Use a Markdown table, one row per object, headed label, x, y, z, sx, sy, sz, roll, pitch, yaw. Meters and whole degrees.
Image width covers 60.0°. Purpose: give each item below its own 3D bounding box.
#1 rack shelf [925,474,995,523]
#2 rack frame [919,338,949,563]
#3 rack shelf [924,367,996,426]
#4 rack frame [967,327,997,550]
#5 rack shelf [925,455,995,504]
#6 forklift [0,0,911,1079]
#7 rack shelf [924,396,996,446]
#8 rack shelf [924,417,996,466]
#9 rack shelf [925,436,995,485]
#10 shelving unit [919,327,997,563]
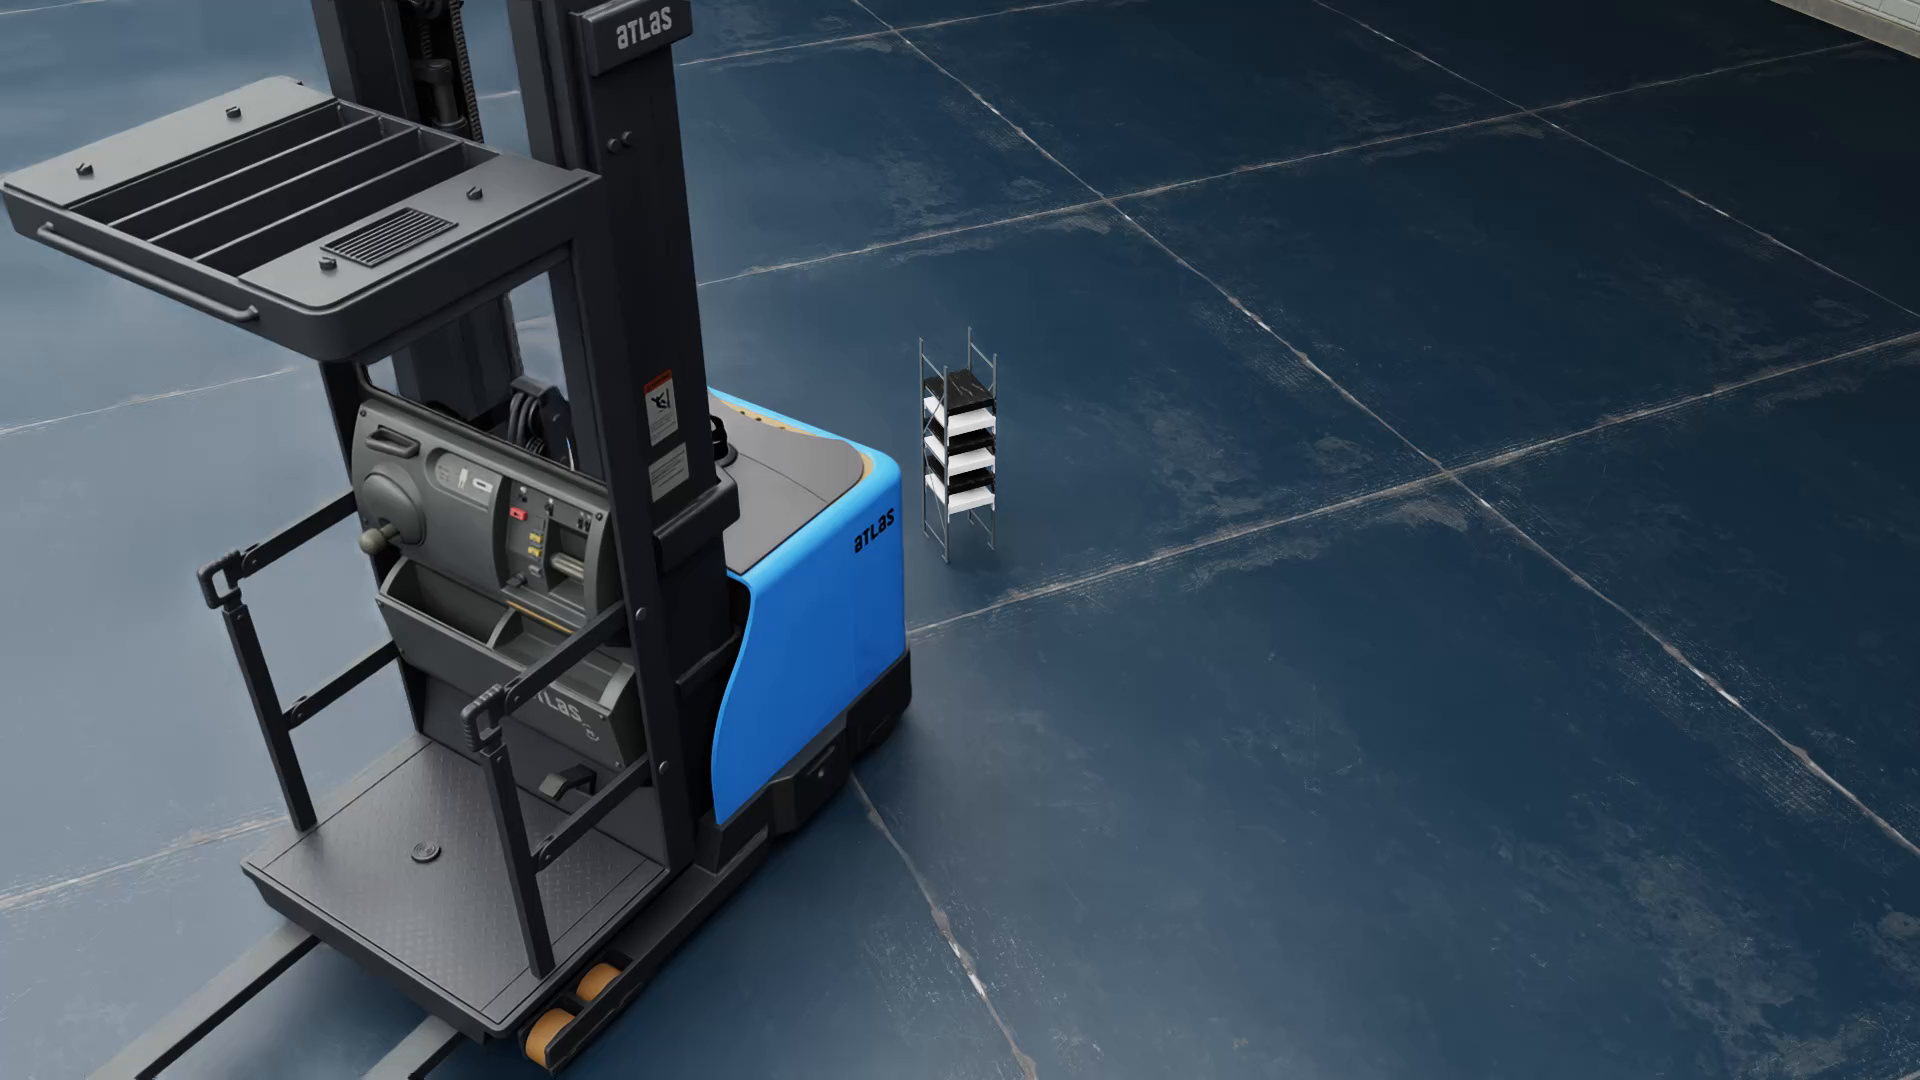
| label | x | y | z | sx | sy | sz | roll | pitch | yaw |
| --- | --- | --- | --- | --- | --- | --- | --- | --- | --- |
| rack shelf | -0.007 | -0.188 | 6.606 | 0.200 | 0.077 | 0.258 | -16 | 39 | -20 |
| rack frame | -0.099 | -0.334 | 6.444 | 0.006 | 0.900 | 0.240 | -16 | 39 | -20 |
| rack shelf | -0.007 | -0.549 | 6.338 | 0.200 | 0.077 | 0.258 | -16 | 39 | -20 |
| rack frame | 0.085 | -0.385 | 6.514 | 0.006 | 0.900 | 0.240 | -16 | 39 | -20 |
| rack shelf | -0.007 | -0.260 | 6.553 | 0.200 | 0.077 | 0.258 | -16 | 39 | -20 |
| forklift | -1.405 | -0.002 | 4.292 | 1.130 | 2.935 | 3.031 | 22 | 42 | 26 |
| rack shelf | -0.007 | -0.477 | 6.392 | 0.200 | 0.077 | 0.258 | -16 | 39 | -20 |
| rack shelf | -0.007 | -0.405 | 6.445 | 0.200 | 0.077 | 0.258 | -16 | 39 | -20 |
| rack shelf | -0.007 | -0.333 | 6.499 | 0.200 | 0.077 | 0.258 | -16 | 39 | -20 |
| shelving unit | -0.007 | -0.359 | 6.479 | 0.210 | 0.900 | 0.258 | -16 | 39 | -20 |
